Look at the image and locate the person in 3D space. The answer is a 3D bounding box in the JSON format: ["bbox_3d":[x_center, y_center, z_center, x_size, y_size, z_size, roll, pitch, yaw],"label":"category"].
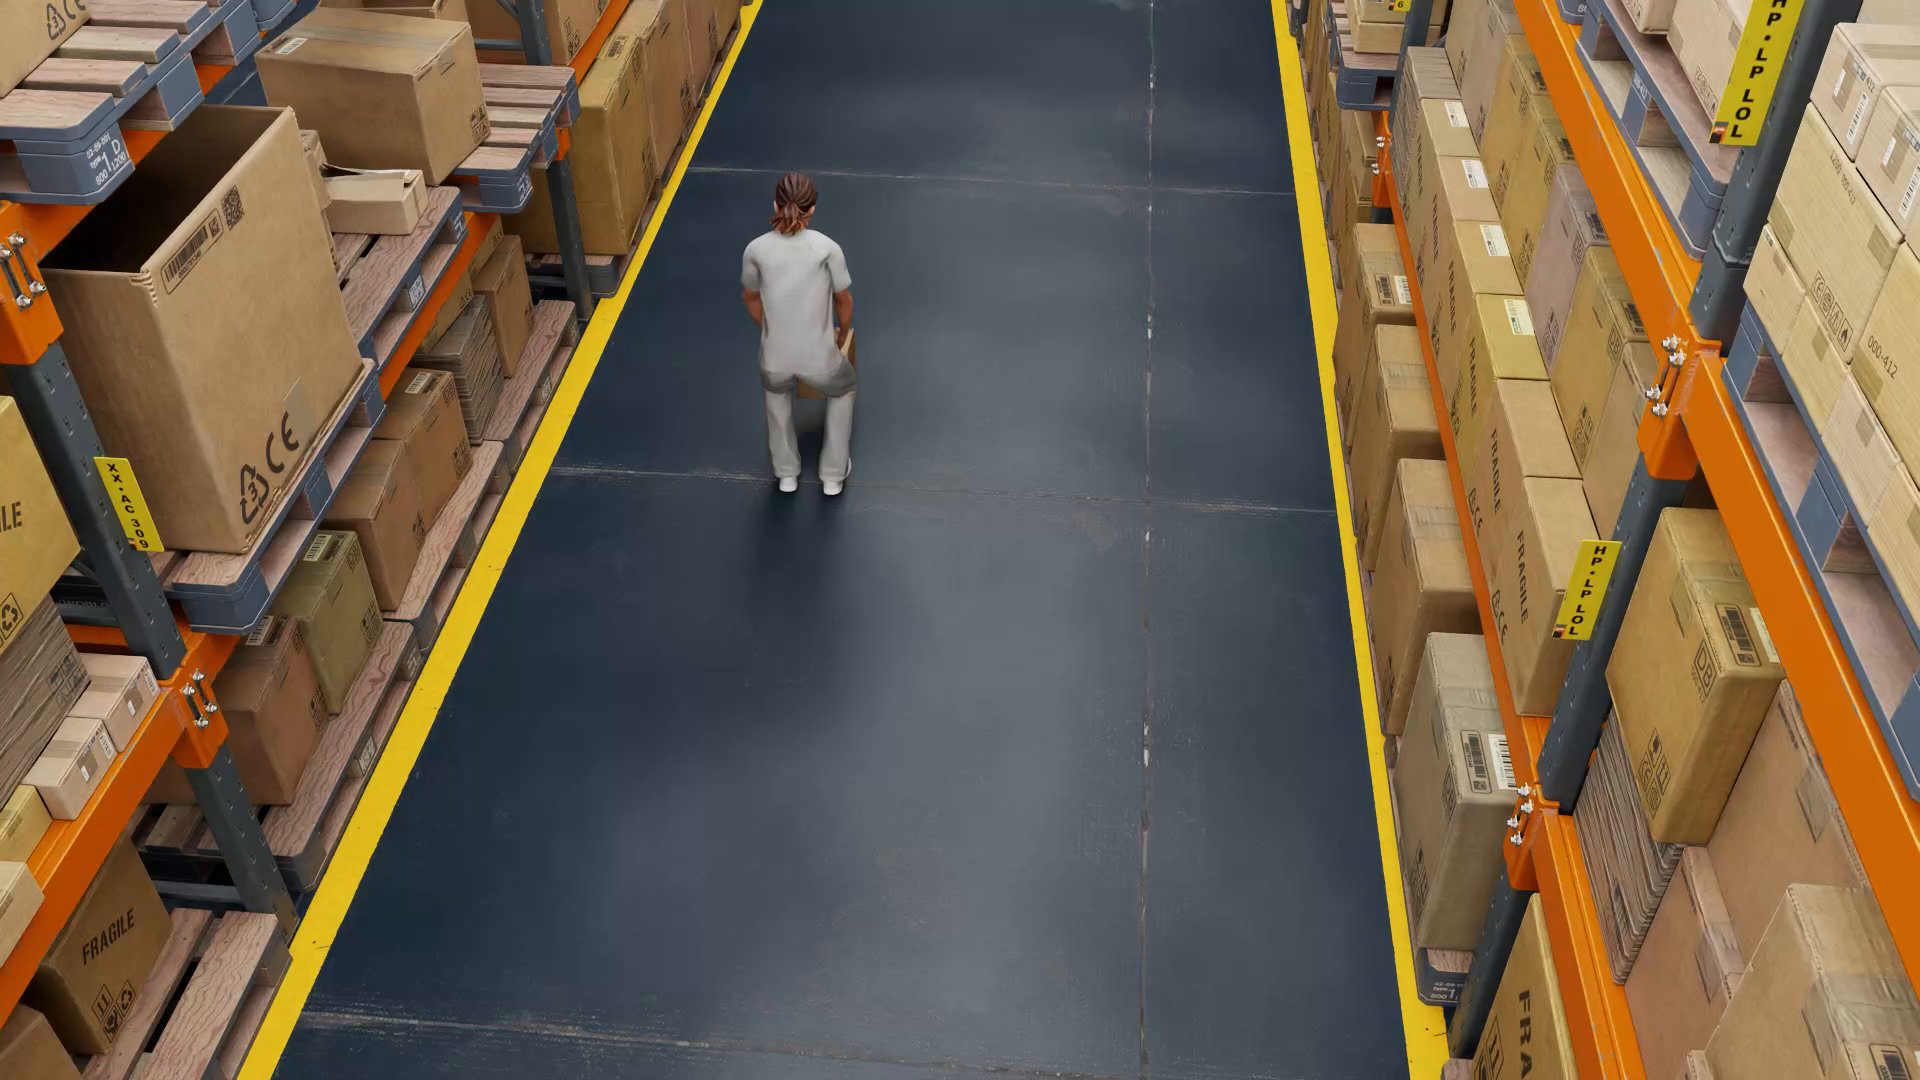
[{"bbox_3d":[-0.719,-0.876,7.379,0.489,1.444,0.595,4,40,4],"label":"person"}]
